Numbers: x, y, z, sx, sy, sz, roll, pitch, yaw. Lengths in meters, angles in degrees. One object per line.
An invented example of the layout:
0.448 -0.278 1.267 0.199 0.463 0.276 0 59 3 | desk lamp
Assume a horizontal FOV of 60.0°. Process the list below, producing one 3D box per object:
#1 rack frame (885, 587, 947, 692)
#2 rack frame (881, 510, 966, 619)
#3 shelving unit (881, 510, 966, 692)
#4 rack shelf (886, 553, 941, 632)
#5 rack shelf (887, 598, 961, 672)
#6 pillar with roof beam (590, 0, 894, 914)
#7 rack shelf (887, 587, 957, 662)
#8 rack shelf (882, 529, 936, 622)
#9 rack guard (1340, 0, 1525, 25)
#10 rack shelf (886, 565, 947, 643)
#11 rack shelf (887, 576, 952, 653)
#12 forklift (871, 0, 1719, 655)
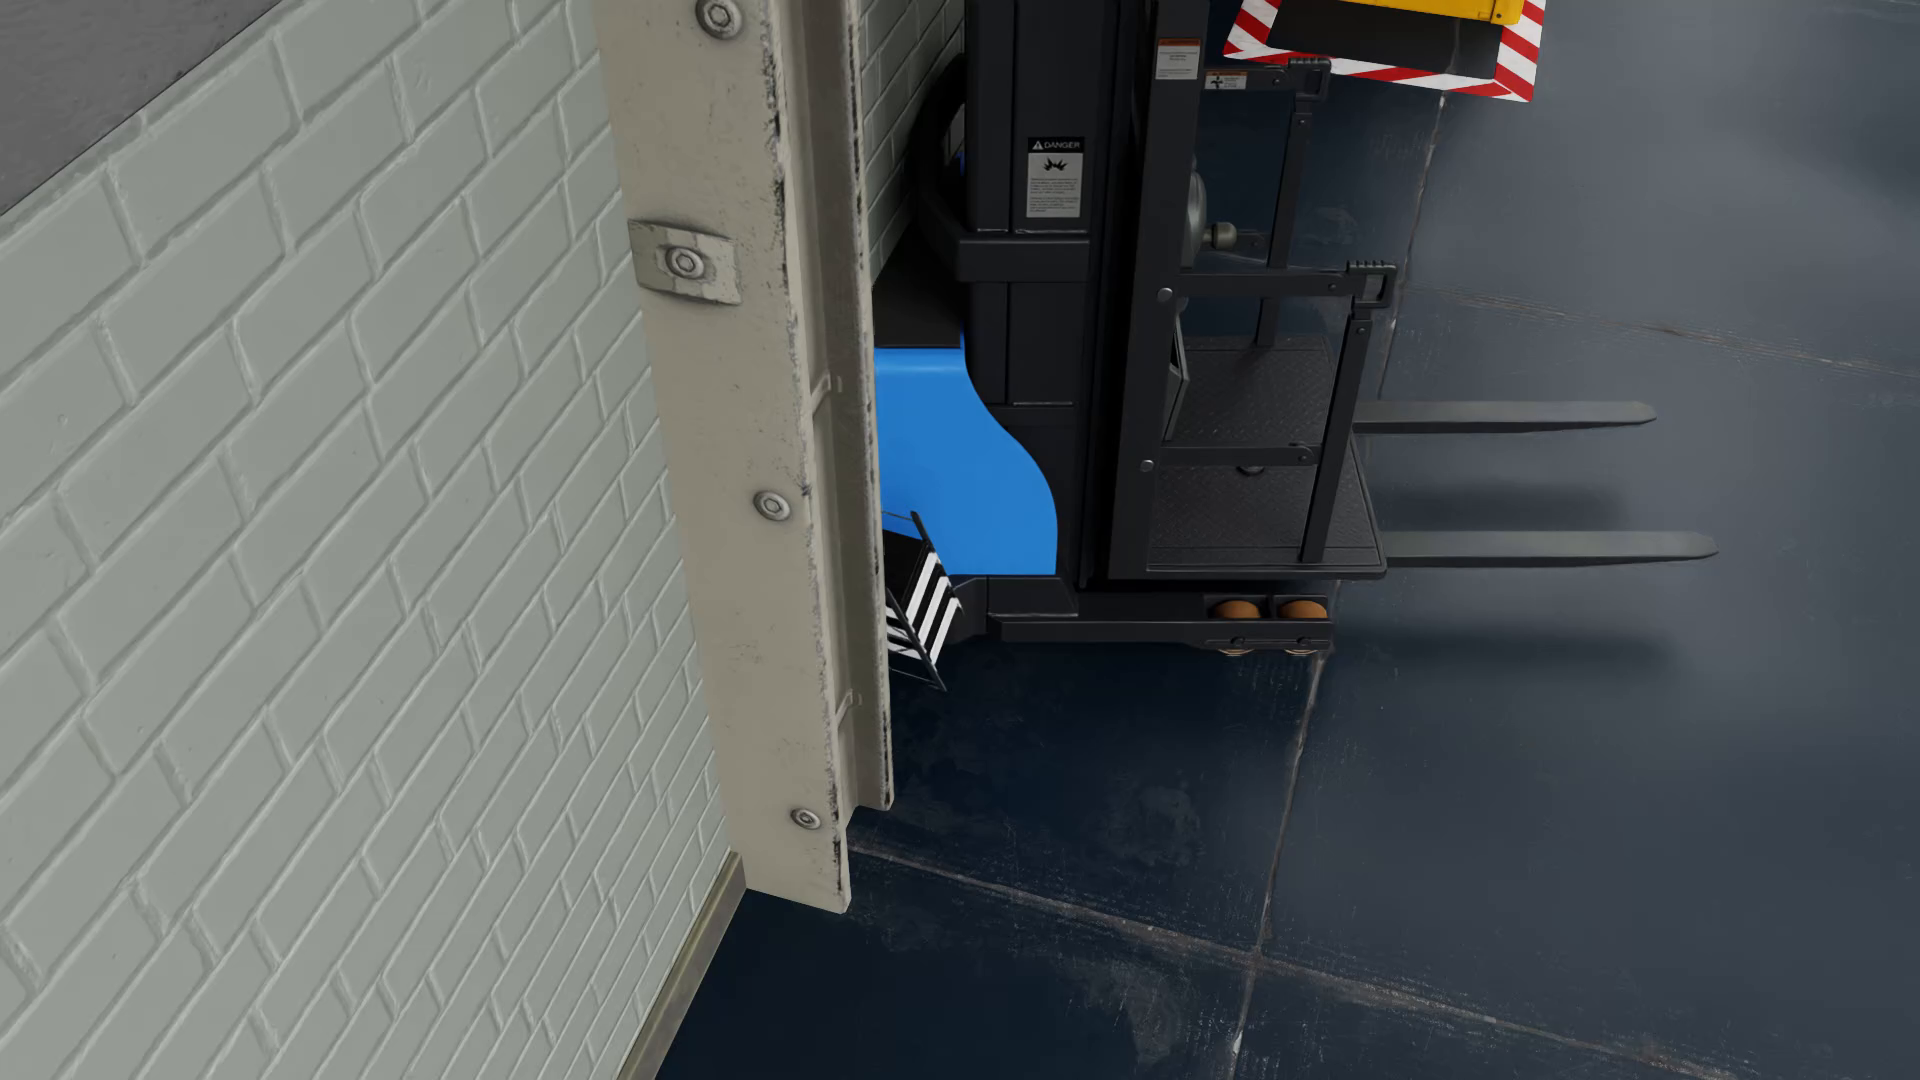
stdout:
-0.216 0.245 4.420 0.240 0.900 0.006 16 73 15 | rack frame
-0.147 0.063 4.479 0.240 0.900 0.006 16 73 15 | rack frame
-0.182 0.154 4.449 0.258 0.900 0.210 16 73 15 | shelving unit
-0.203 0.102 4.314 0.258 0.077 0.200 16 73 15 | rack shelf
-0.150 0.230 4.646 0.258 0.077 0.200 16 73 15 | rack shelf
3.719 -1.508 0.357 9.100 9.000 0.400 13 46 13 | pillar with roof beam
-0.163 0.198 4.563 0.258 0.077 0.200 16 73 15 | rack shelf
-0.217 0.071 4.231 0.258 0.077 0.200 16 73 15 | rack shelf
2.069 -2.783 7.736 1.175 0.500 0.348 13 46 13 | rack guard
-0.190 0.134 4.397 0.258 0.077 0.200 16 73 15 | rack shelf
-0.177 0.166 4.480 0.258 0.077 0.200 16 73 15 | rack shelf
0.723 -1.084 4.263 3.031 2.935 1.130 0 44 0 | forklift
